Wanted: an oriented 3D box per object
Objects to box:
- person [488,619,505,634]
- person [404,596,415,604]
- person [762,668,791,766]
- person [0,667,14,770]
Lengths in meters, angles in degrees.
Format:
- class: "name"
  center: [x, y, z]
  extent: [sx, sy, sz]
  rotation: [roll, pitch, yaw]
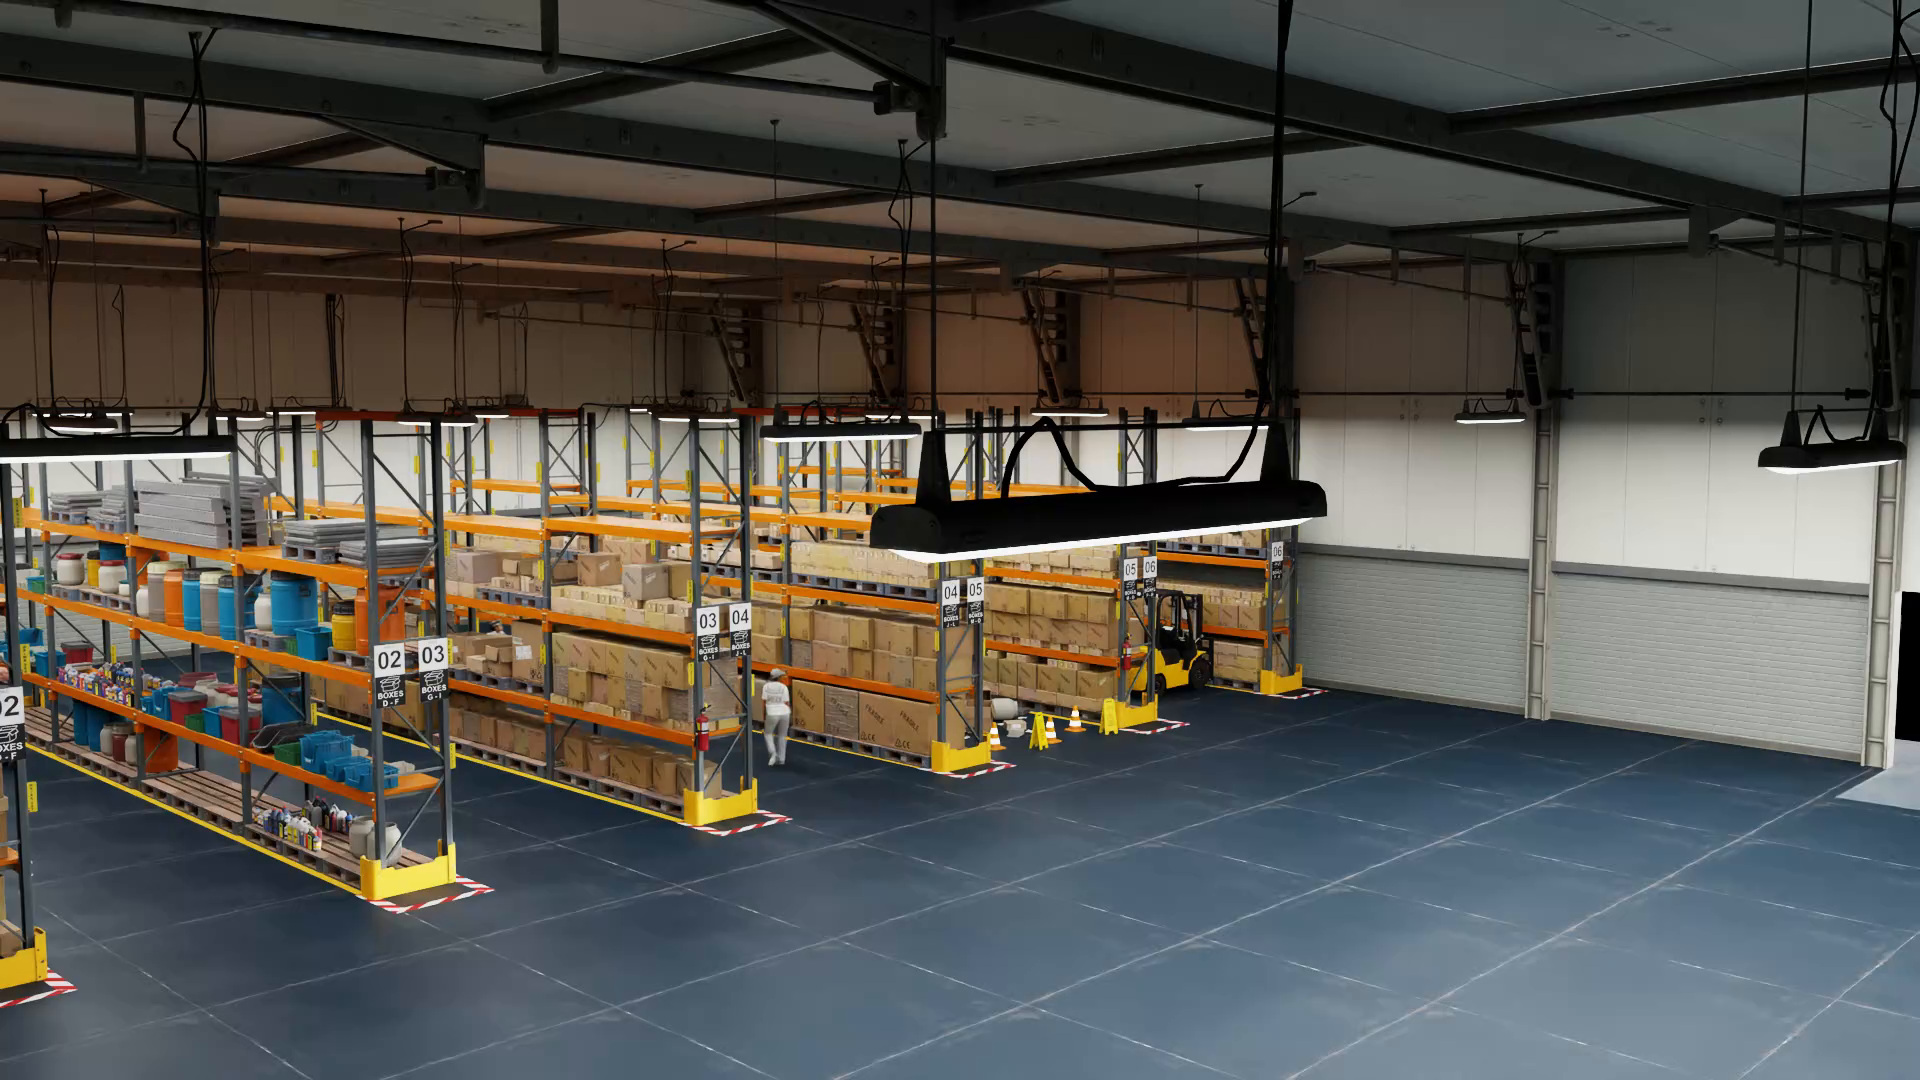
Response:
- class: "person"
  center: [-9.530, 2.475, 34.161]
  extent: [0.655, 1.731, 0.804]
  rotation: [-5, 7, -43]
- class: "person"
  center: [-12.646, 2.096, 37.918]
  extent: [0.727, 1.710, 1.049]
  rotation: [-2, 5, -19]
- class: "person"
  center: [-3.111, 2.992, 28.233]
  extent: [0.491, 1.657, 0.472]
  rotation: [-1, 5, -13]
- class: "person"
  center: [-16.027, 2.986, 27.972]
  extent: [0.592, 1.718, 0.437]
  rotation: [4, 6, 37]
